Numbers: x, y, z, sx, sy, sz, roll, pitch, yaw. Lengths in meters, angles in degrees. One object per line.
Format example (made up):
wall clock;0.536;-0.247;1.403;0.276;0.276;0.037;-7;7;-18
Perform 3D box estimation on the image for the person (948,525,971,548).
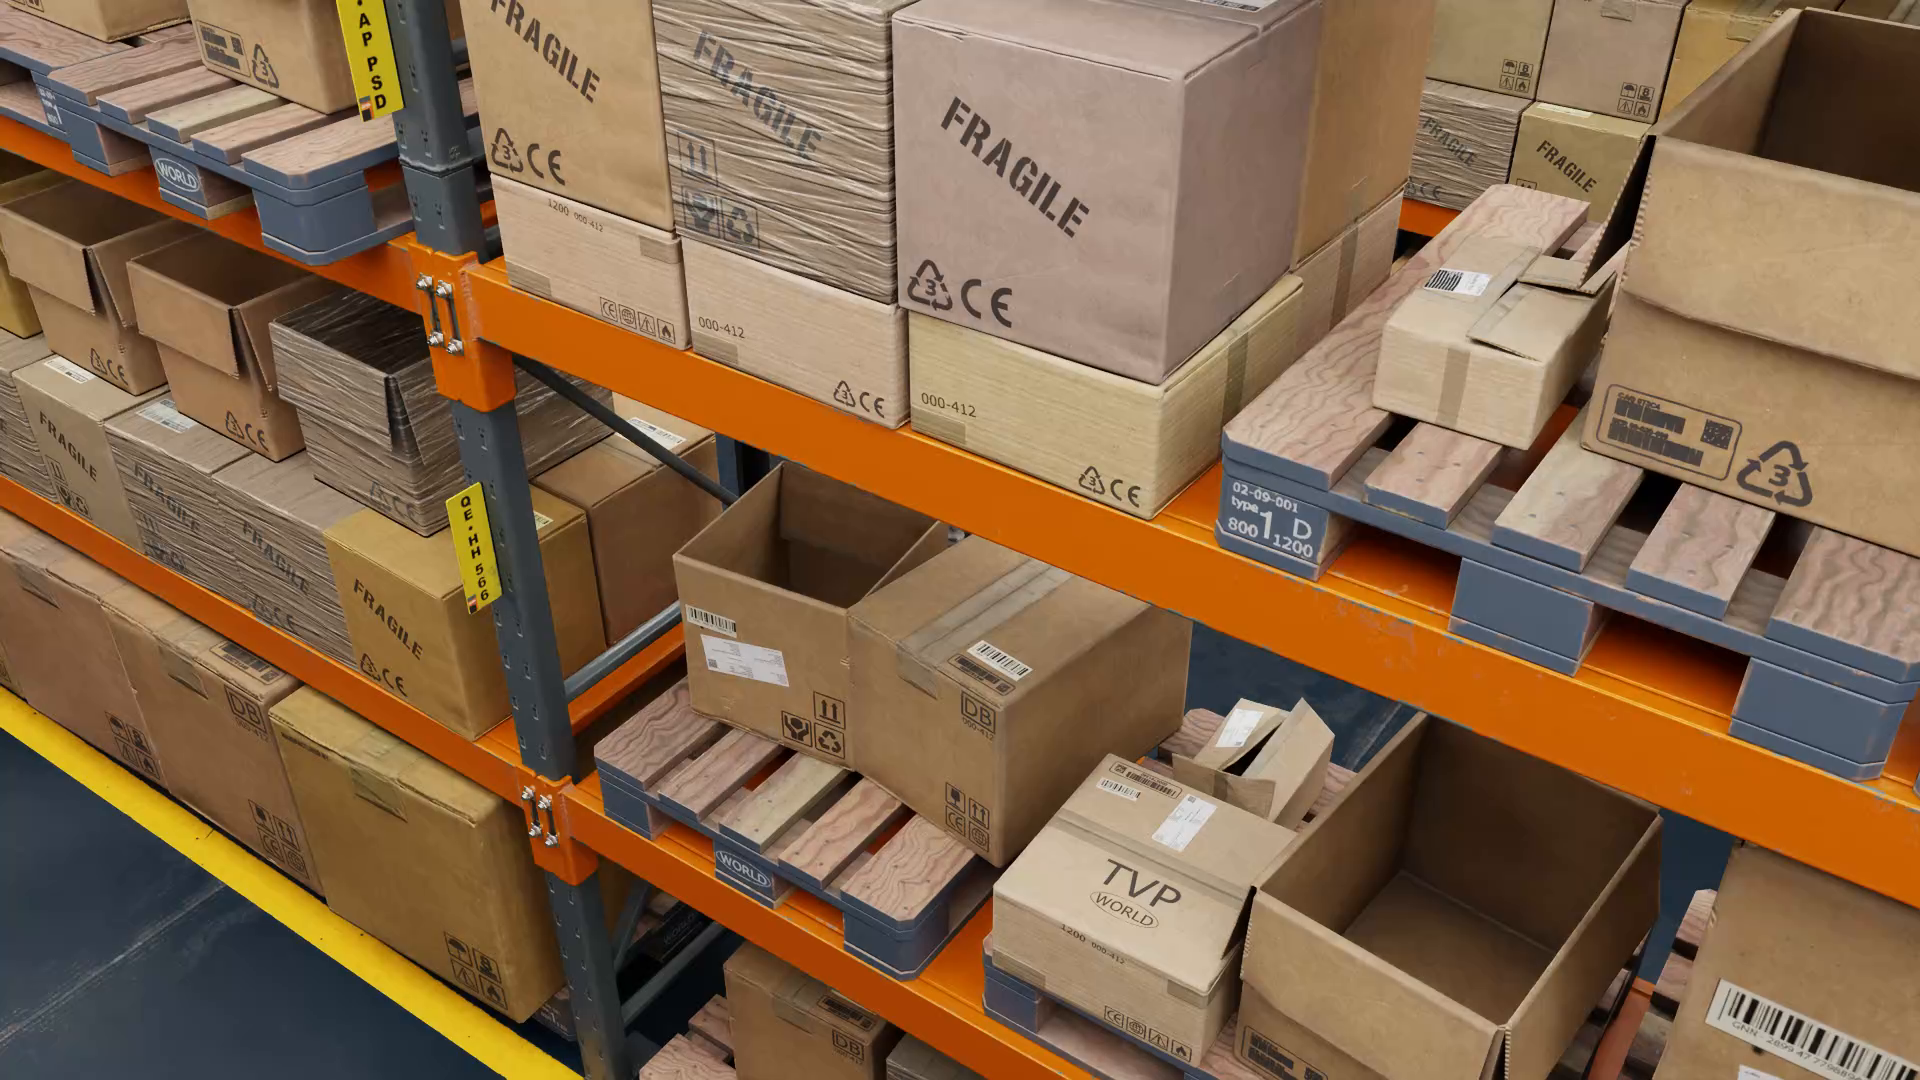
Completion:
person;-0.172;-0.599;7.279;0.849;1.359;0.417;20;40;27
